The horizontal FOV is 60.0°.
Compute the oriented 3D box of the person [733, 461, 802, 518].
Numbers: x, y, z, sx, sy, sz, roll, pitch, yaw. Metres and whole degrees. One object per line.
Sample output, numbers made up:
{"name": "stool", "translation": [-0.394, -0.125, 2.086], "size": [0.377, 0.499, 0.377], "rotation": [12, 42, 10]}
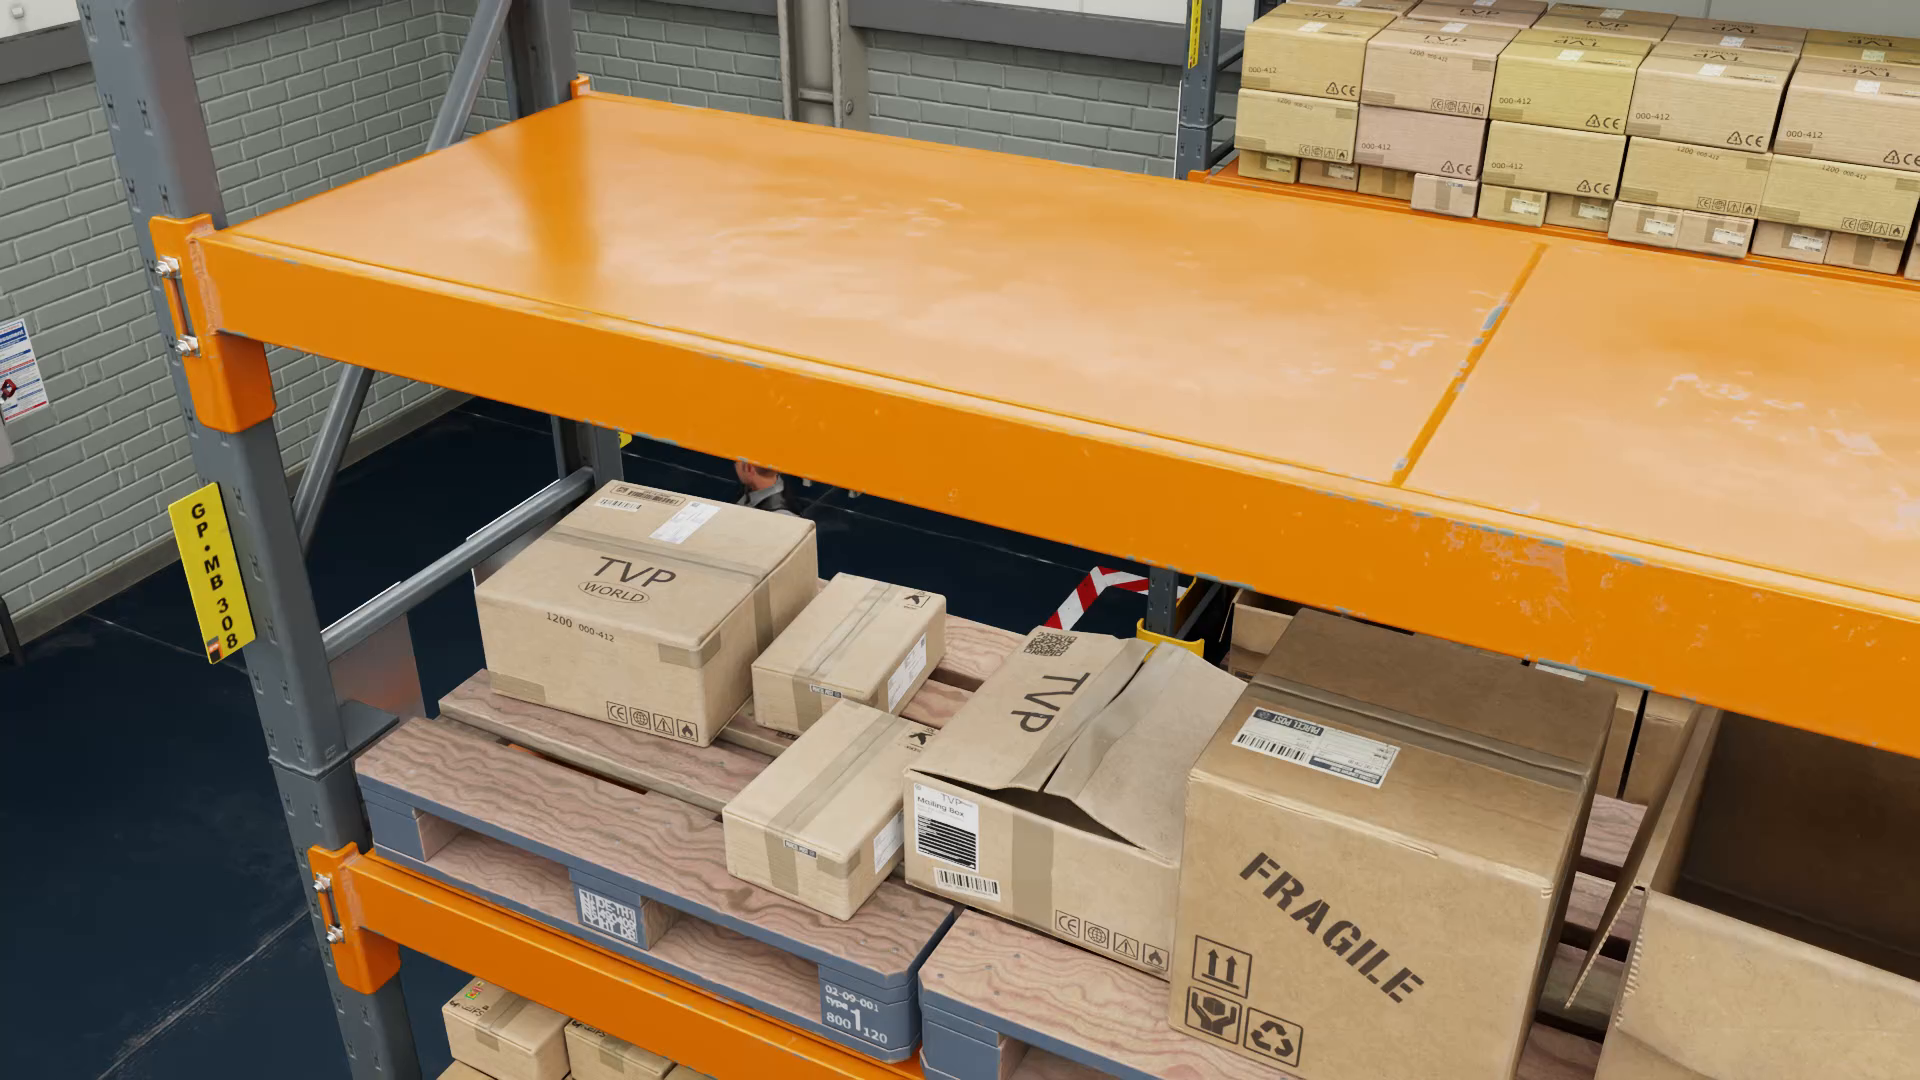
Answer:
{"name": "person", "translation": [-0.914, 0.301, 7.799], "size": [0.418, 1.752, 0.568], "rotation": [-11, 32, -18]}
